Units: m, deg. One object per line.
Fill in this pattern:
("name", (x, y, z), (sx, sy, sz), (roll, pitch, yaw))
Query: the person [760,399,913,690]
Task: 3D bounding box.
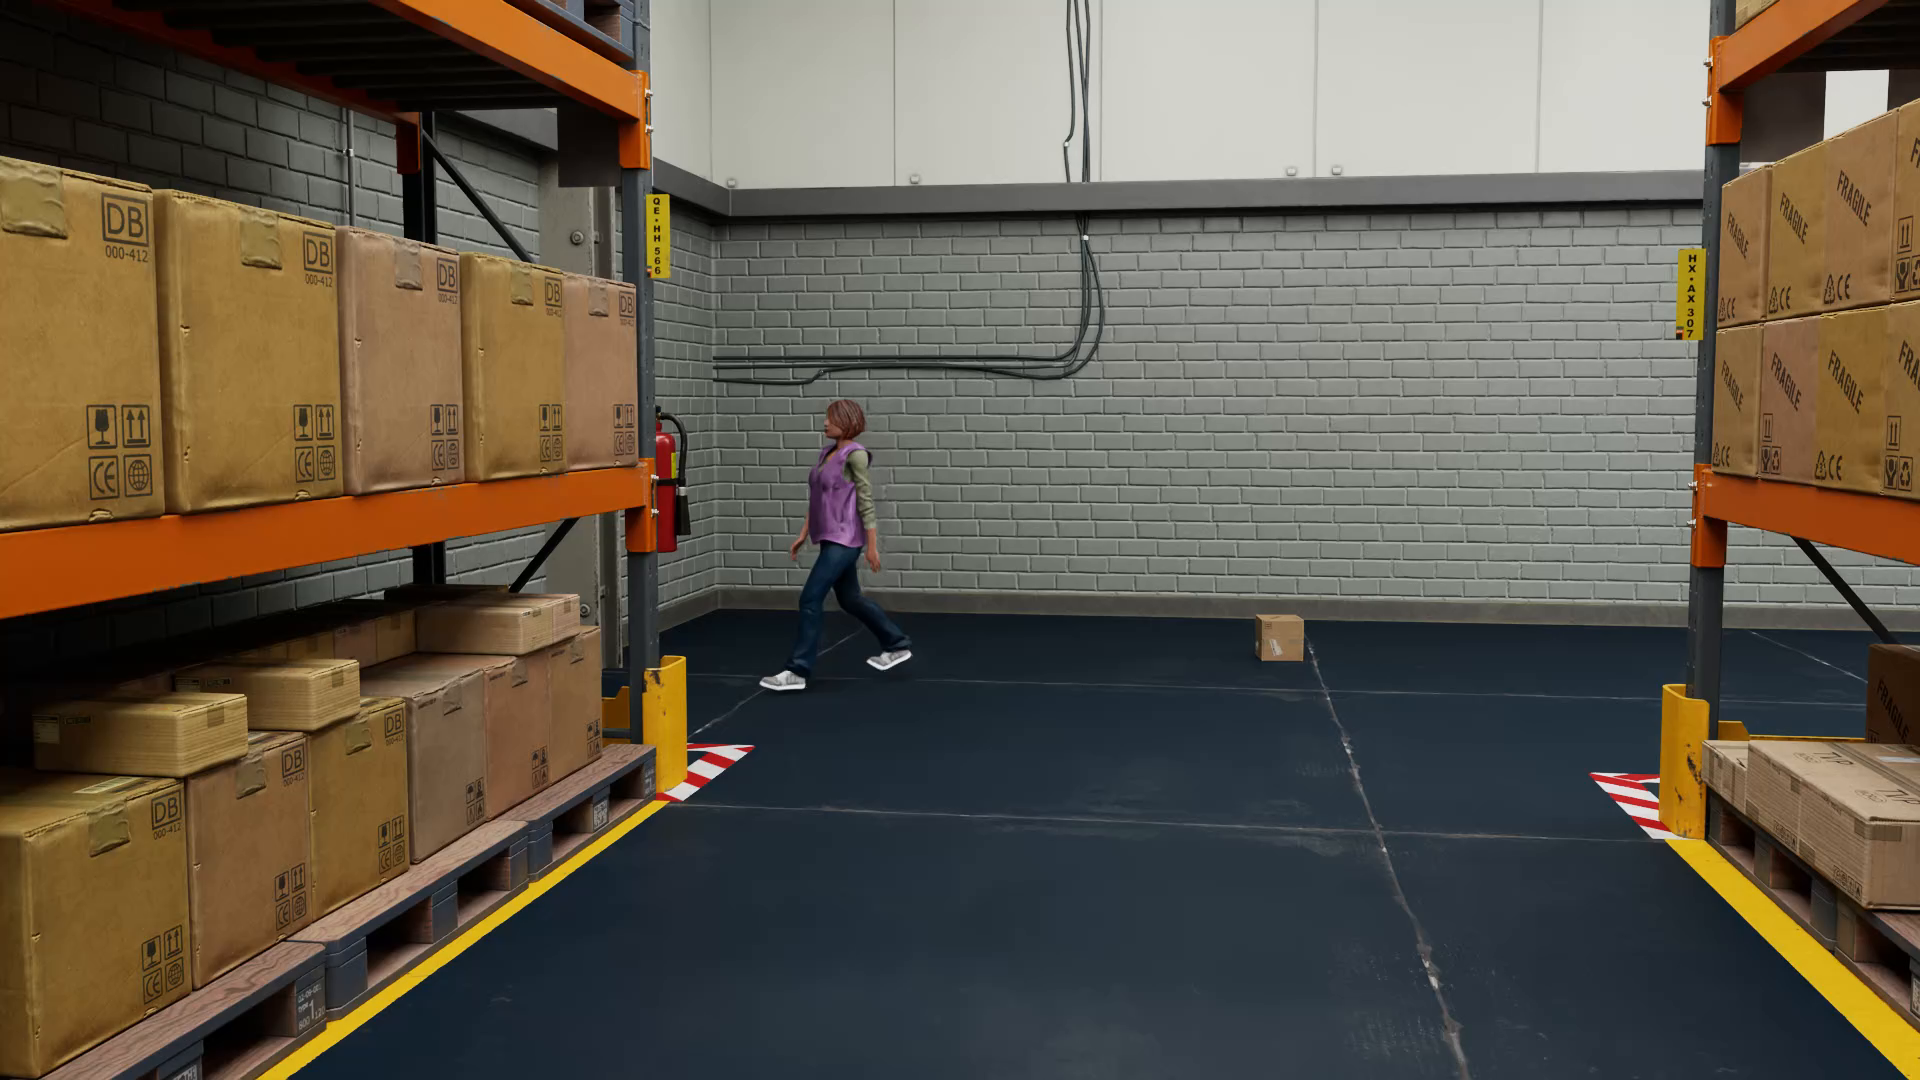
("person", (-0.671, 0.009, 9.008), (0.949, 1.543, 0.428), (-2, 5, -25))
